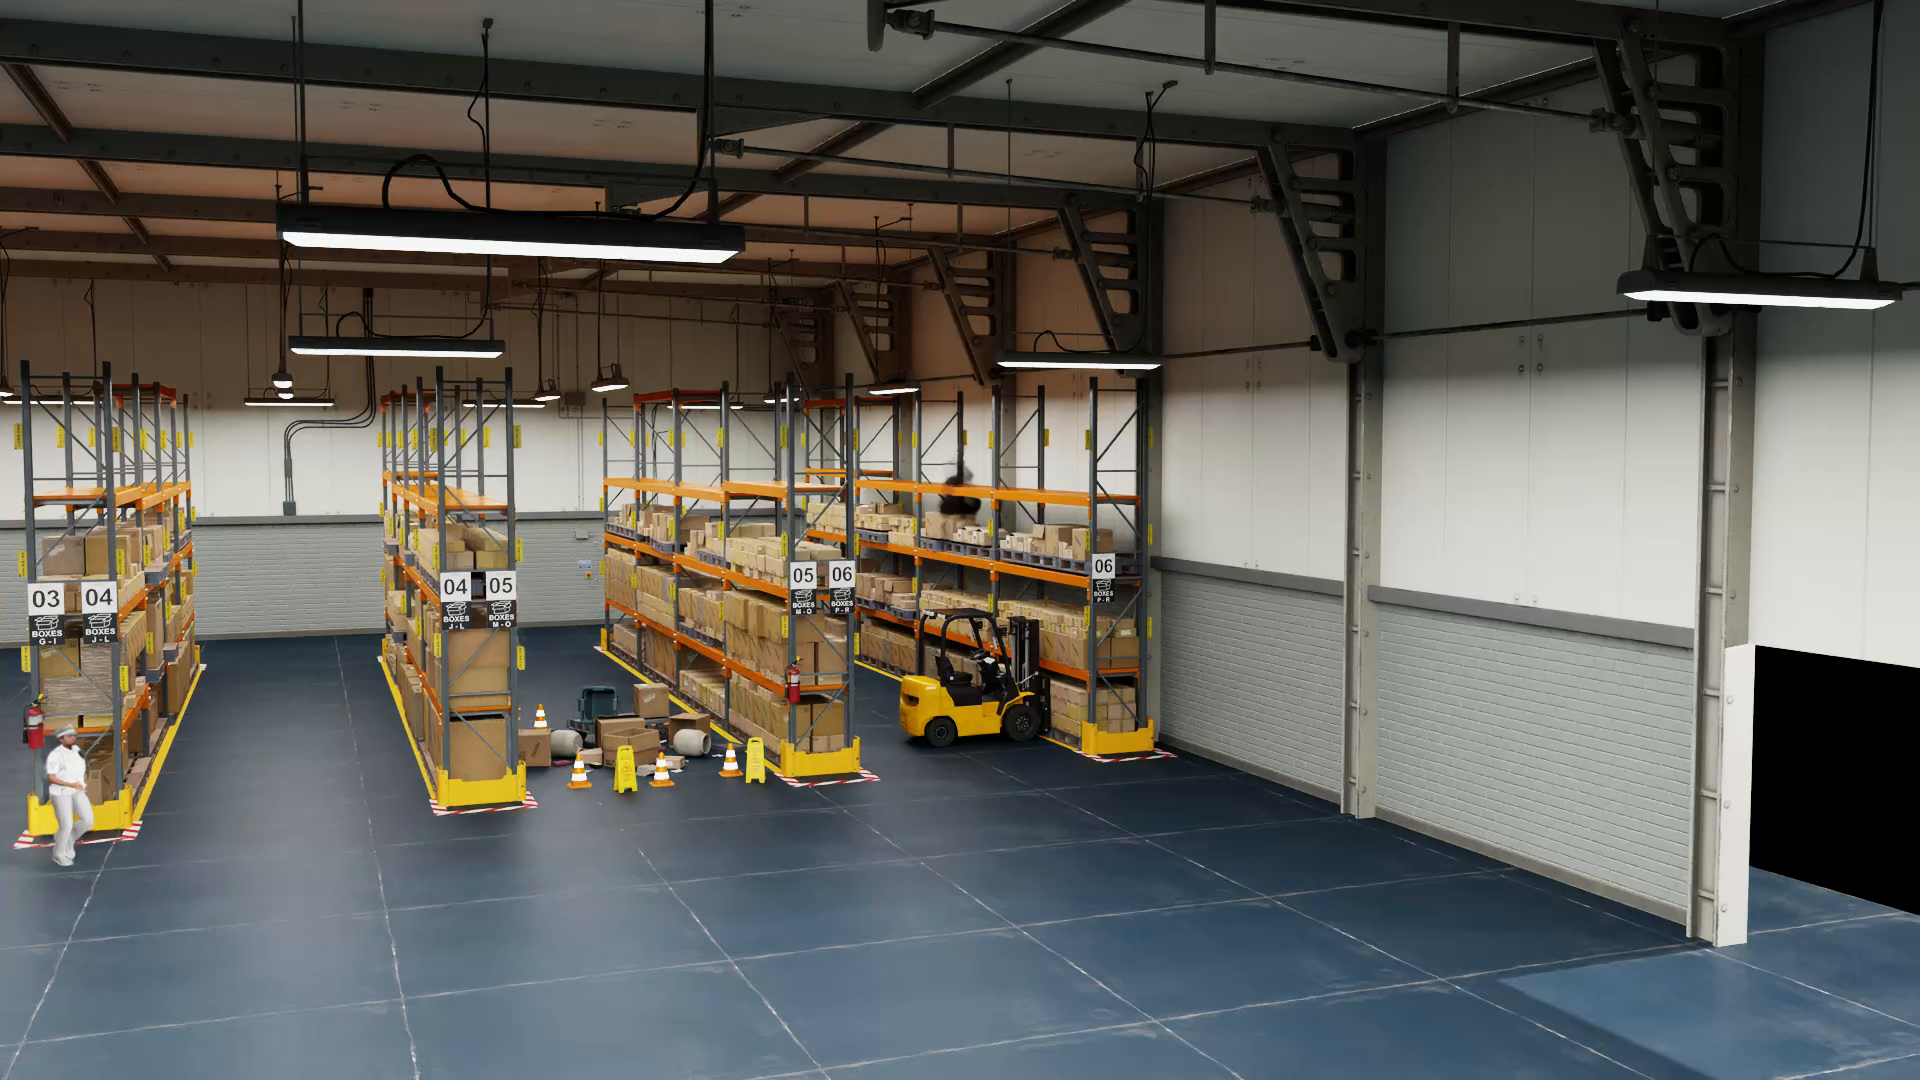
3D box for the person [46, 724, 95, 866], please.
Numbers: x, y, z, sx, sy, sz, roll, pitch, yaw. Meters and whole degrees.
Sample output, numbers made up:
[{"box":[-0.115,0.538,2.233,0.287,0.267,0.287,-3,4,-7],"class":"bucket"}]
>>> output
[{"box":[-10.459,2.993,19.626,0.584,1.676,0.620,1,4,18],"class":"person"}]
